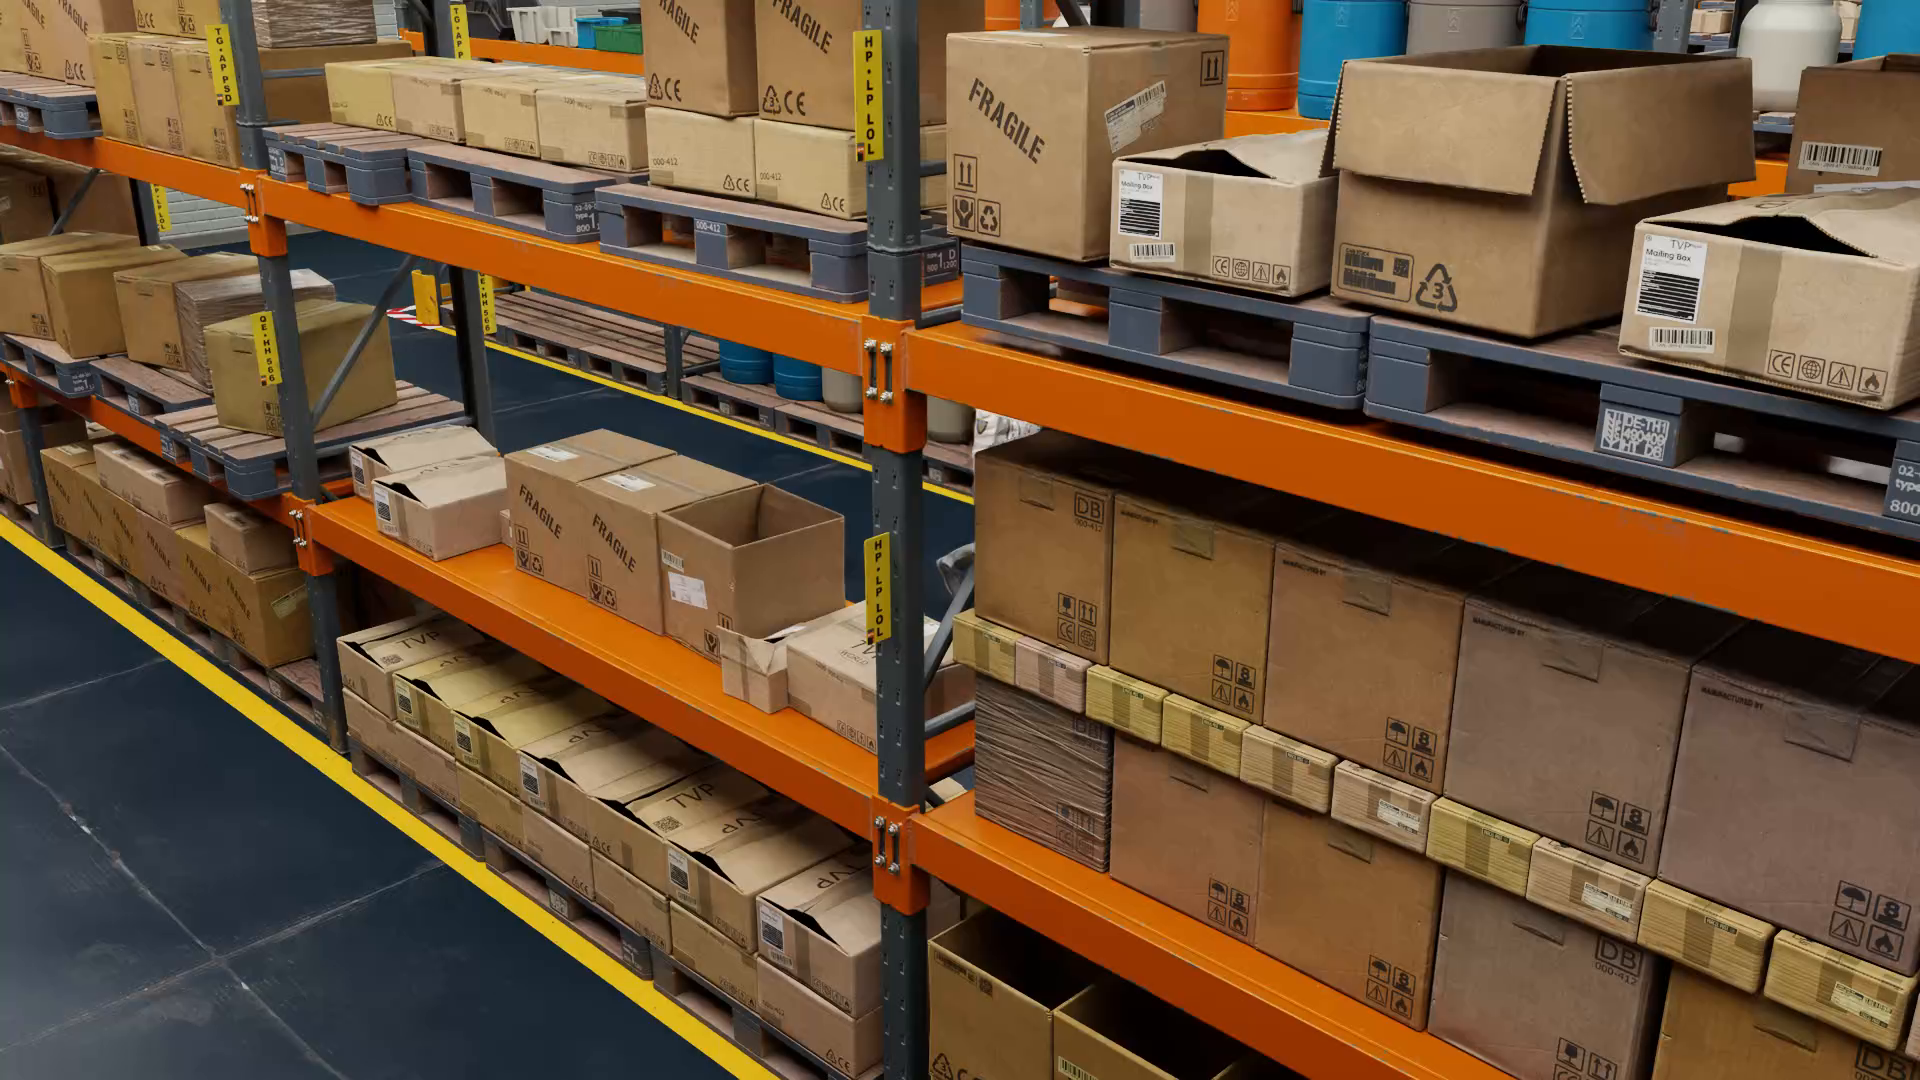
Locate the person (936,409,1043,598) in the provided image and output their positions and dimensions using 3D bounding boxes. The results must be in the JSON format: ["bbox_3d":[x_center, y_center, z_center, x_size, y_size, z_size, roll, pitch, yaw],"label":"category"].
[{"bbox_3d":[0.200,-0.335,9.386,0.732,1.662,0.495,16,26,36],"label":"person"}]
